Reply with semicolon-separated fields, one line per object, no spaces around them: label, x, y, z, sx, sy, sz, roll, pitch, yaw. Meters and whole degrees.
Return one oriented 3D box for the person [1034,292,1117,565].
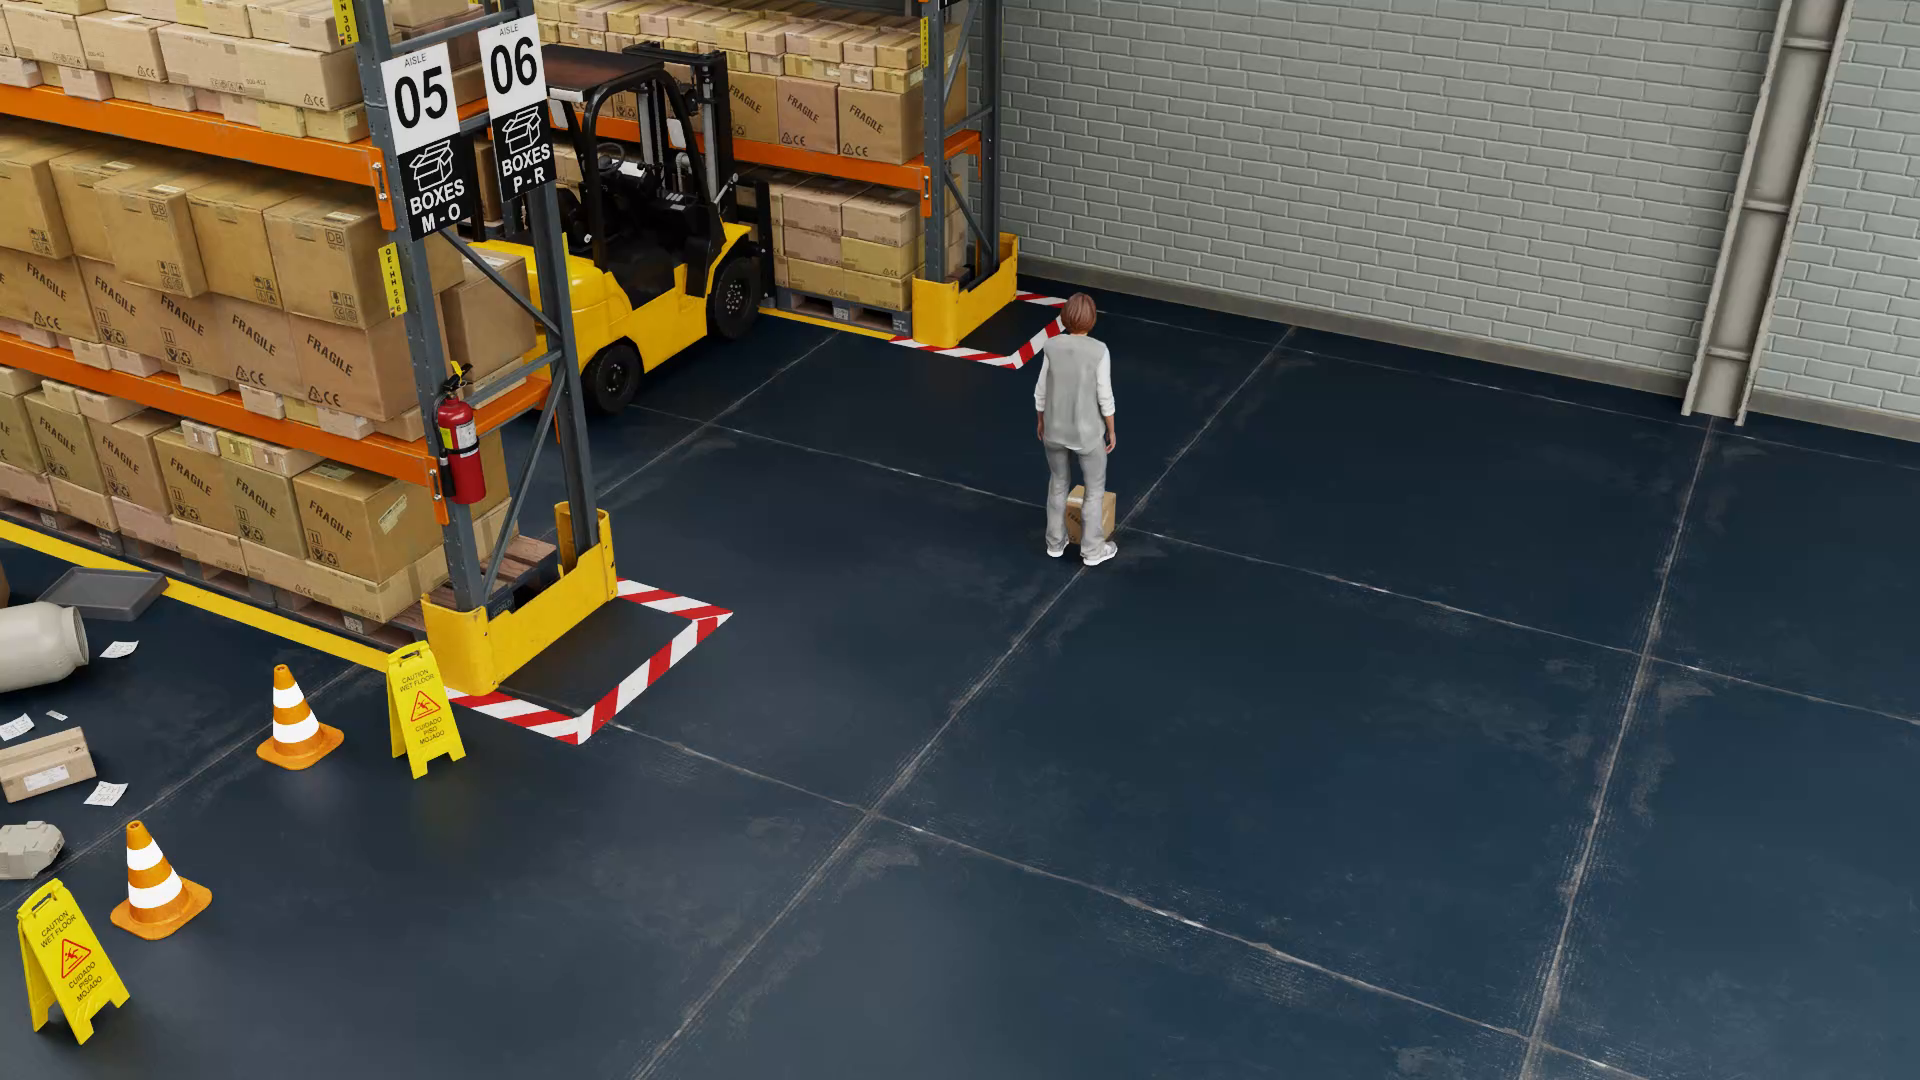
person;0.650;-0.599;9.321;0.484;1.581;0.347;12;33;20
